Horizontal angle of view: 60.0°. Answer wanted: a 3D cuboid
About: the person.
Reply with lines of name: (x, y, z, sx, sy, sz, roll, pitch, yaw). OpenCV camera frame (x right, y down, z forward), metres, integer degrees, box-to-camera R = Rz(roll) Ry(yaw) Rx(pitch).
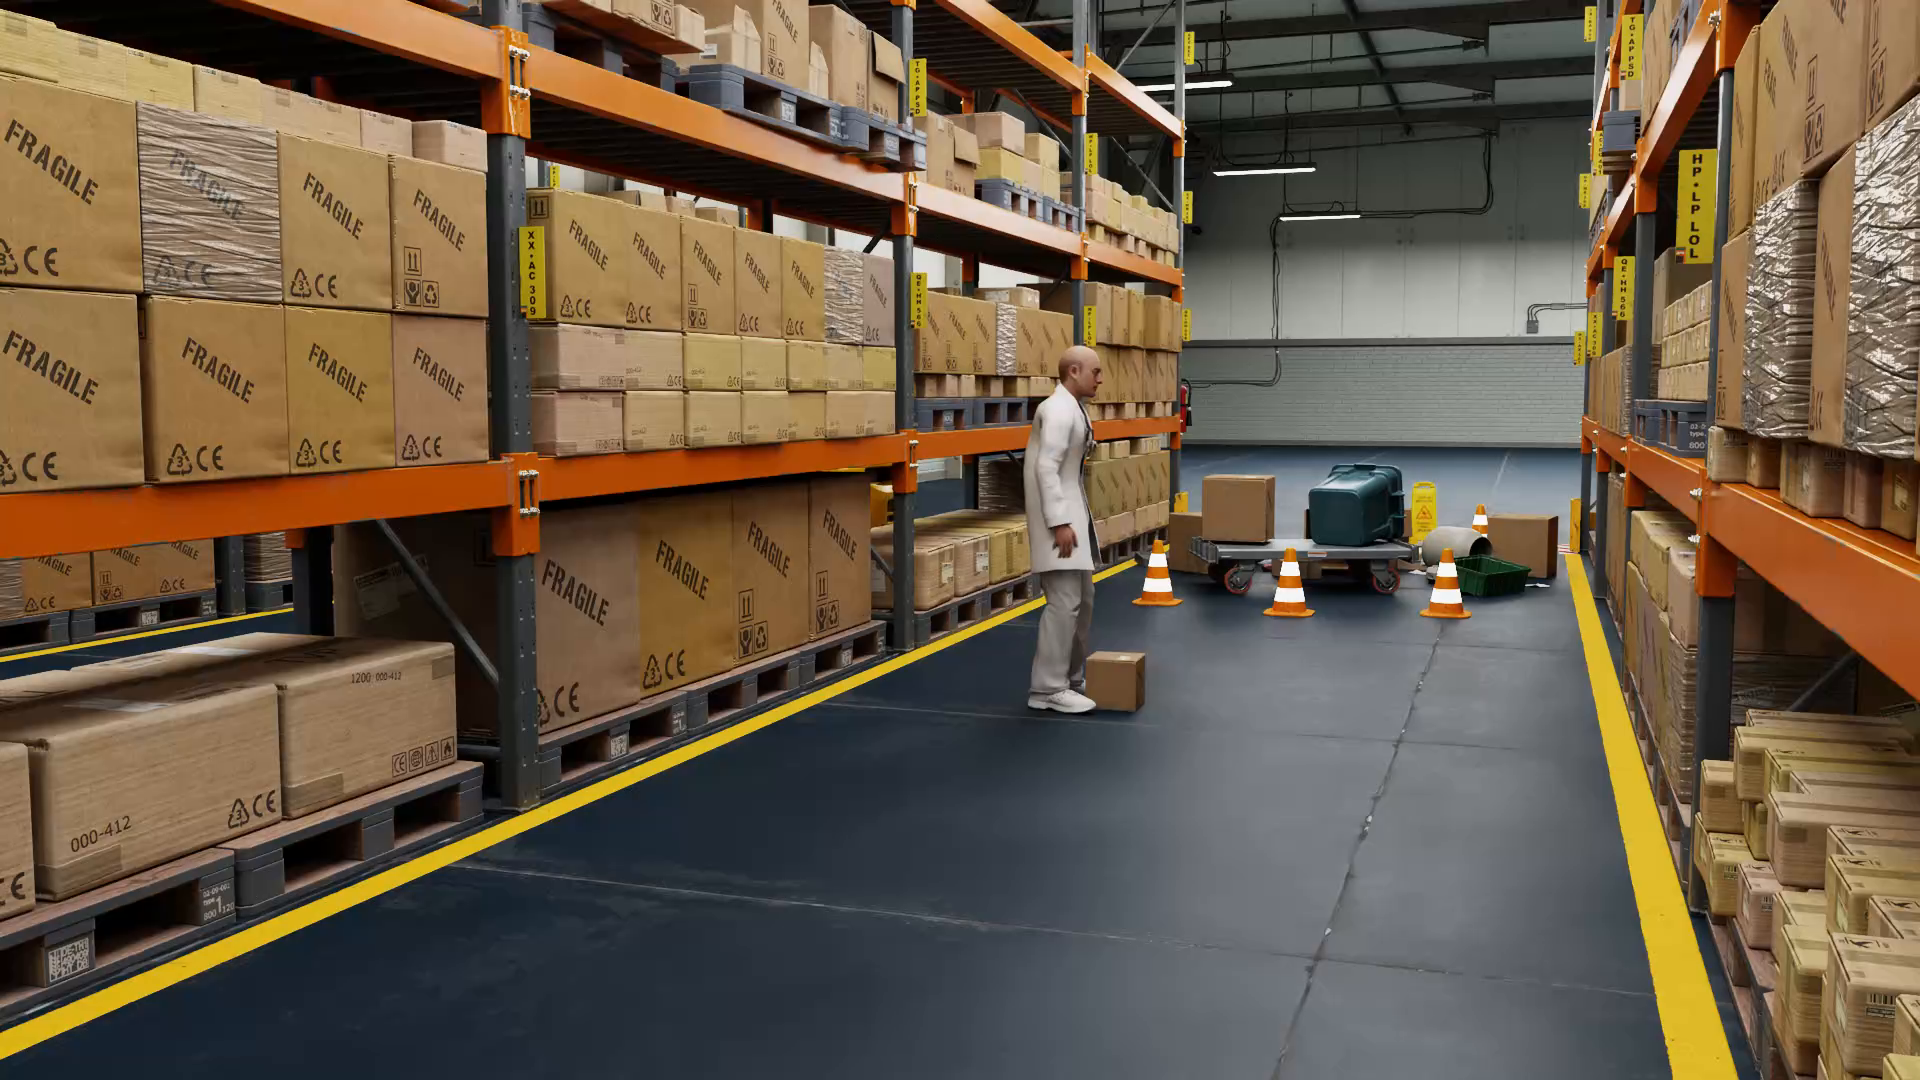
person: (0.532, -0.054, 8.228, 0.429, 1.741, 0.649, 1, 5, 15)
